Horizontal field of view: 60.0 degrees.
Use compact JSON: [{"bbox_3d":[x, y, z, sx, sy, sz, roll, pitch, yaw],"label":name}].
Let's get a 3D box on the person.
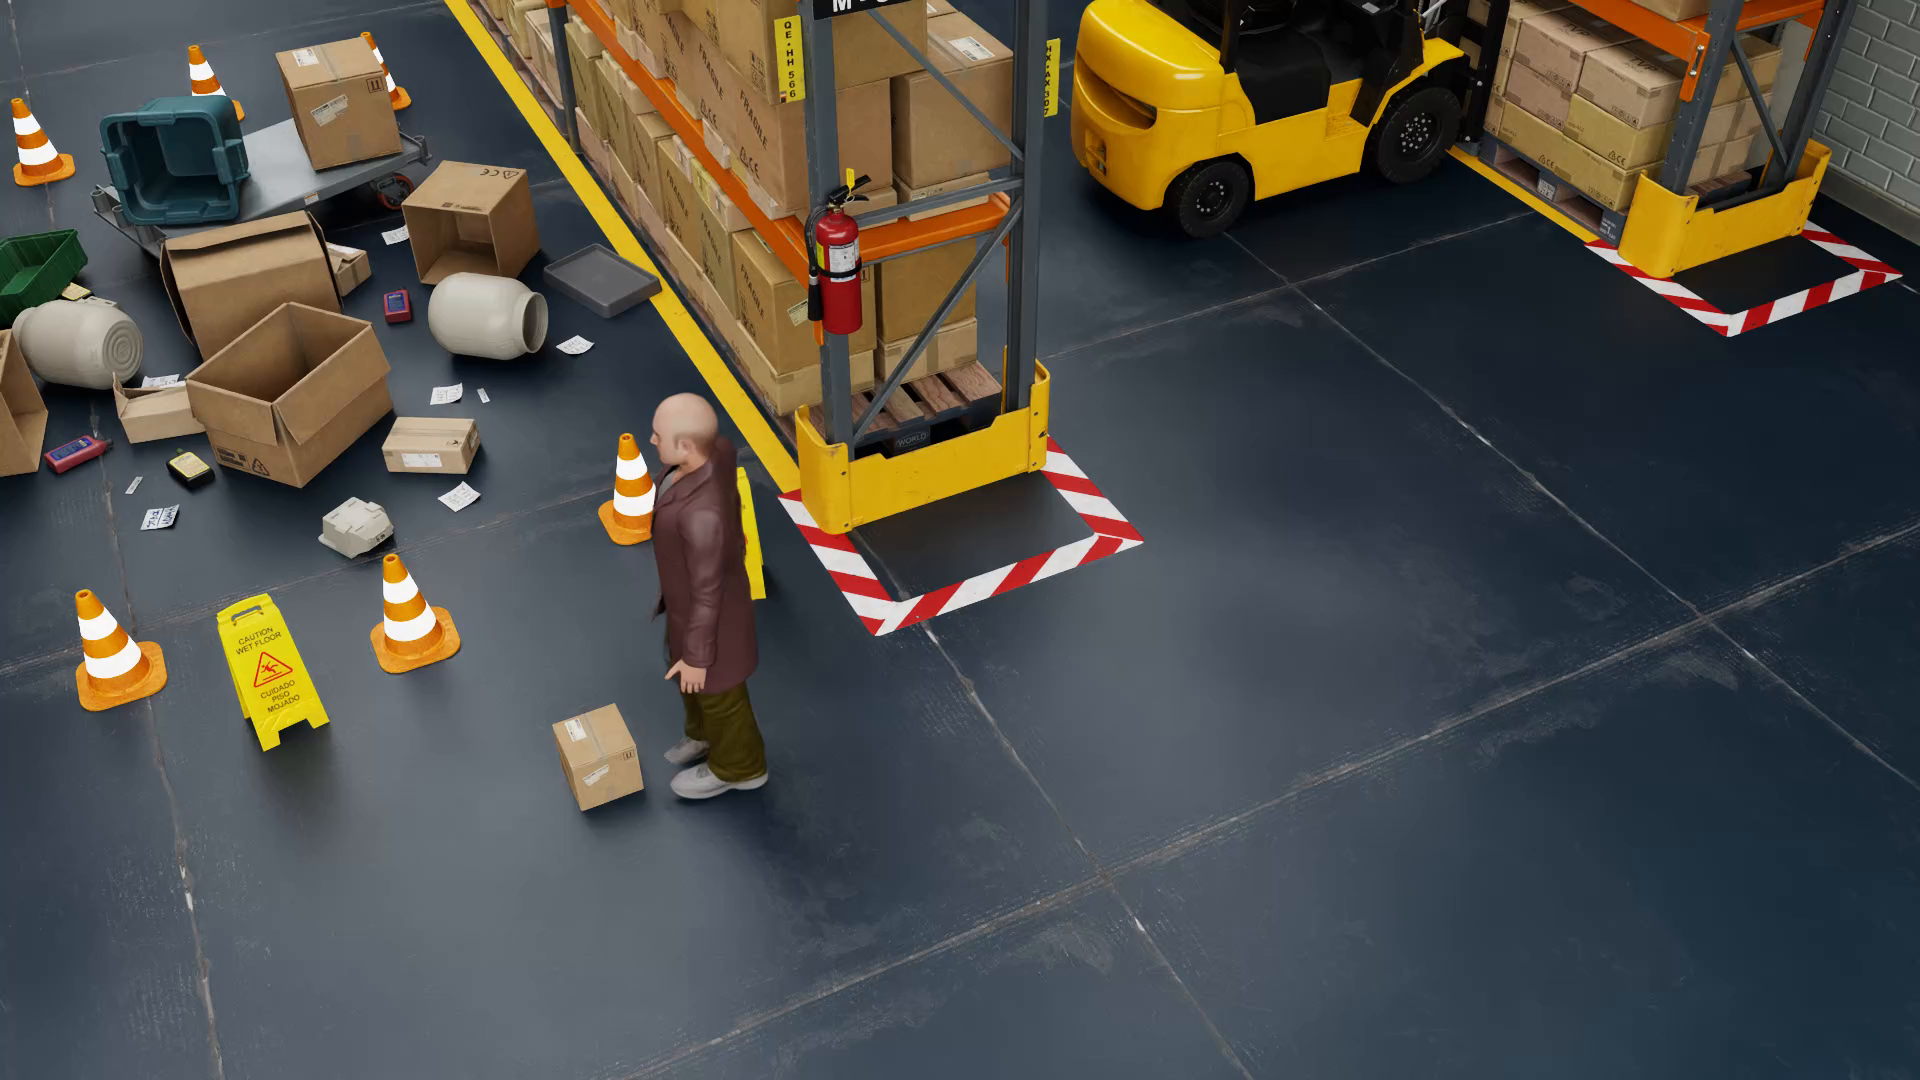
[{"bbox_3d":[-0.907,0.258,5.874,0.386,1.773,0.563,-1,41,-1],"label":"person"}]
